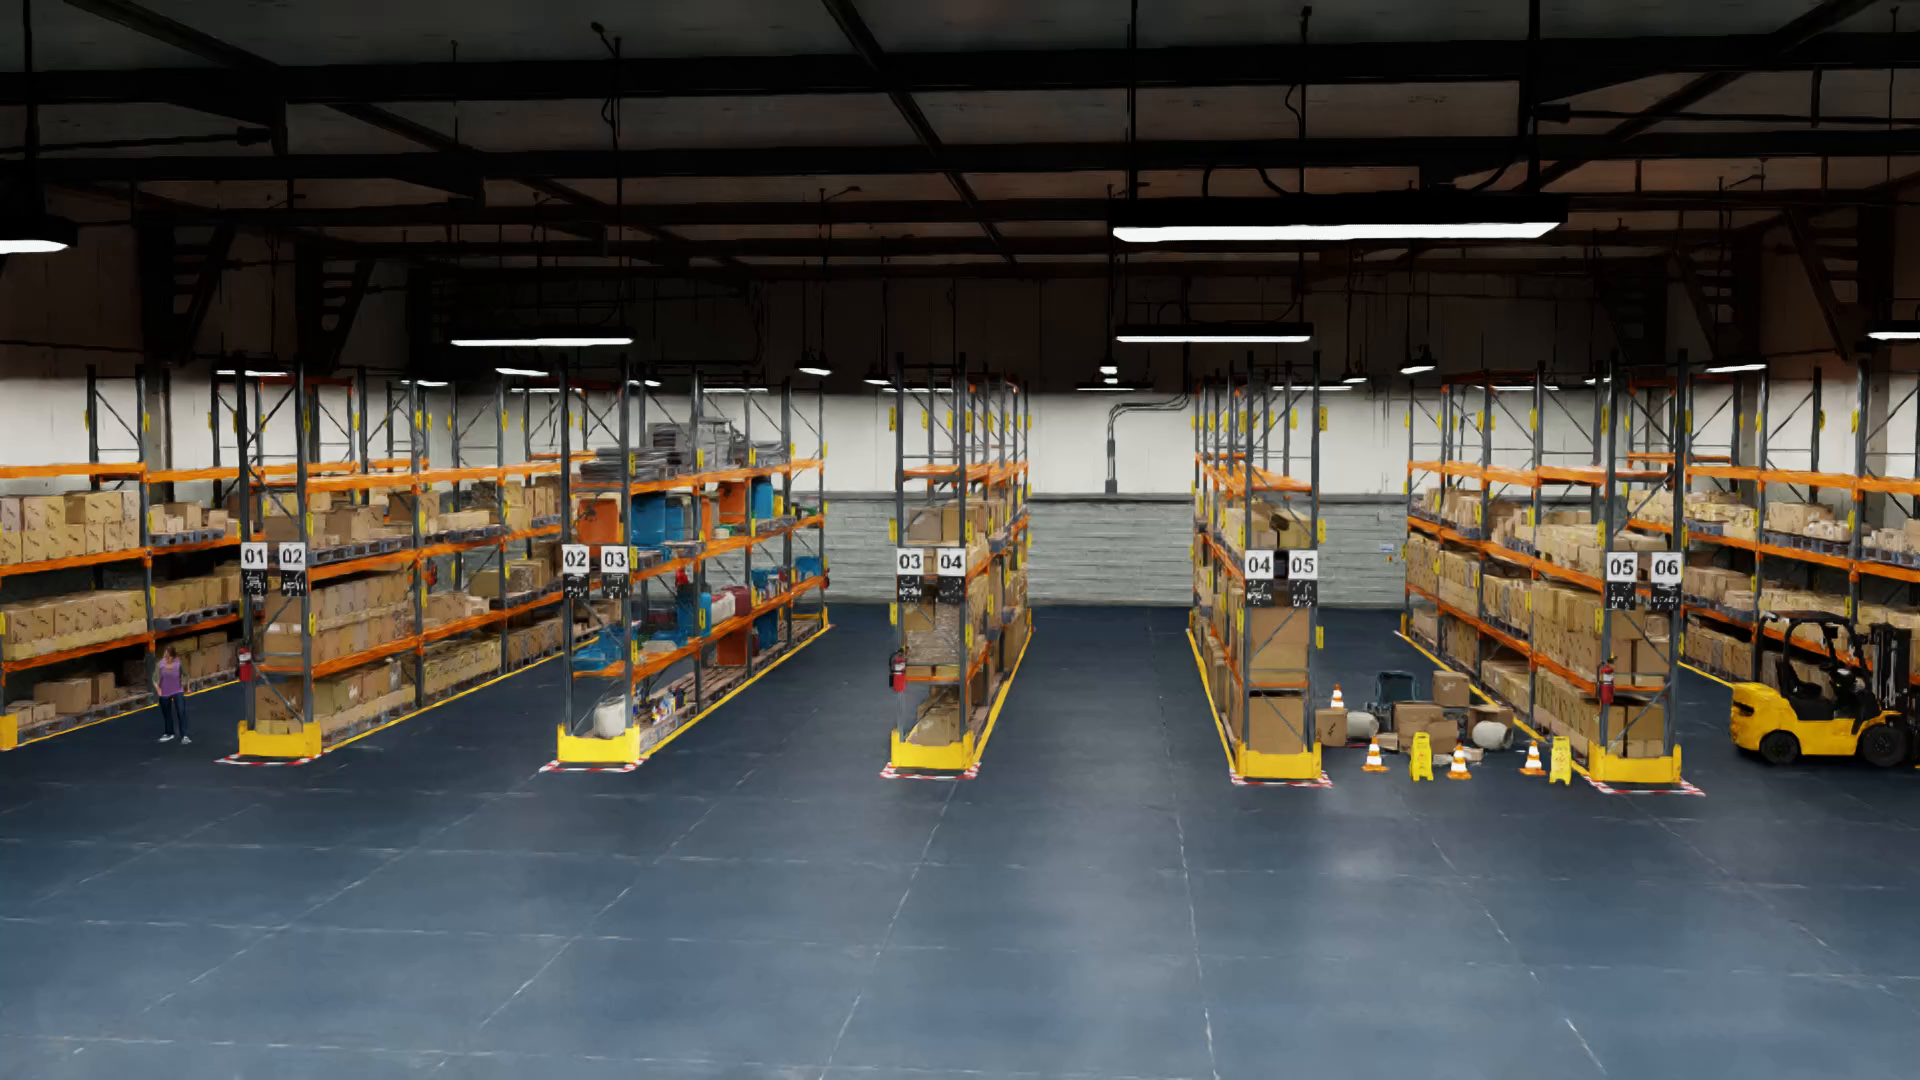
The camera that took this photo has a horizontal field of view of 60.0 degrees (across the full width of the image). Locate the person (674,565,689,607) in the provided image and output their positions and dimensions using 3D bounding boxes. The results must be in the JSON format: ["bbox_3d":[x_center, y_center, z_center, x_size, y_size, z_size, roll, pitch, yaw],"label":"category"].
[{"bbox_3d":[-6.614,1.309,39.571,0.399,1.740,0.690,0,4,-1],"label":"person"}]

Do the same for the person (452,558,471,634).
[{"bbox_3d":[-11.794,1.298,39.252,0.396,1.789,0.646,0,4,-4],"label":"person"}]

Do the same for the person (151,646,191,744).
[{"bbox_3d":[-12.243,2.378,25.861,0.562,1.508,0.744,-1,4,-15],"label":"person"}]
